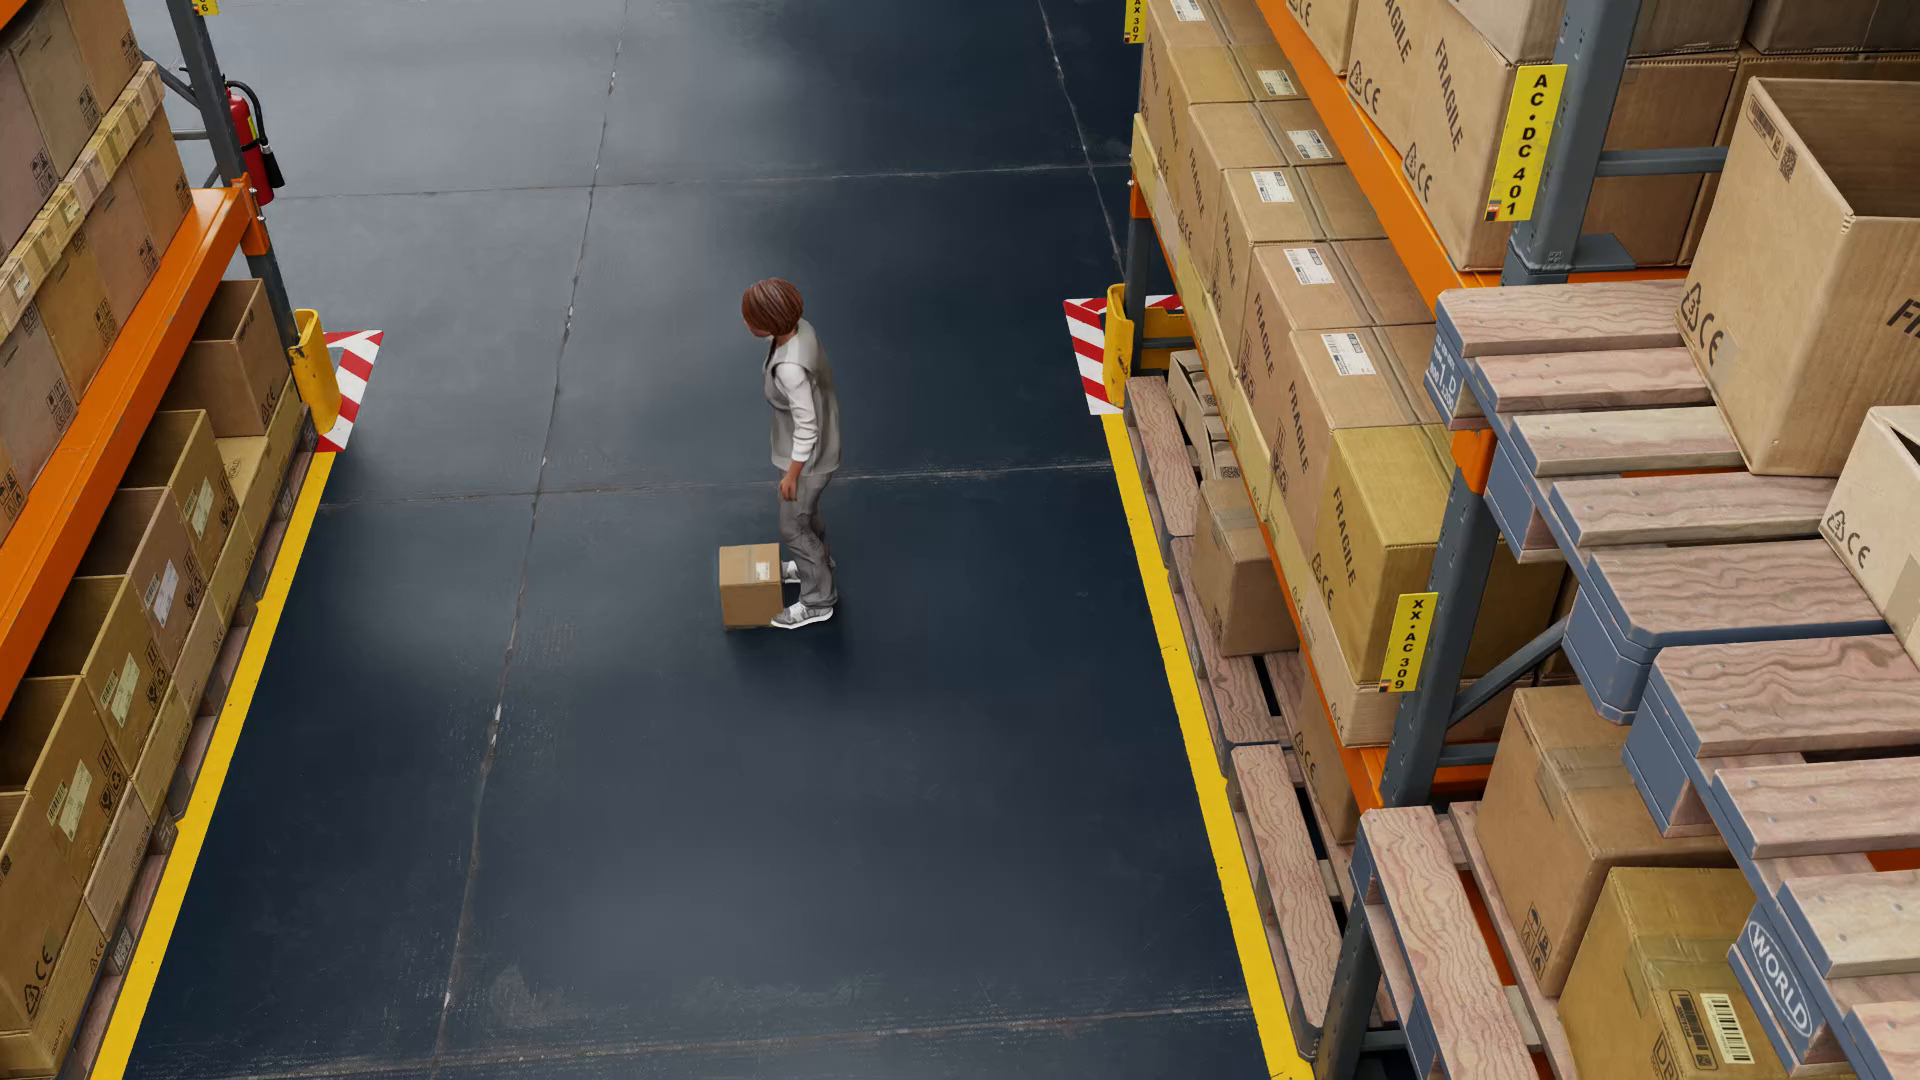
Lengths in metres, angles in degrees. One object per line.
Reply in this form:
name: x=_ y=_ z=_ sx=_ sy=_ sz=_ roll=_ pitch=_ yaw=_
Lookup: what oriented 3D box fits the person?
person: x=-0.640 y=-0.341 z=6.578 sx=0.348 sy=1.590 sz=0.470 roll=-5 pitch=40 yaw=-6
